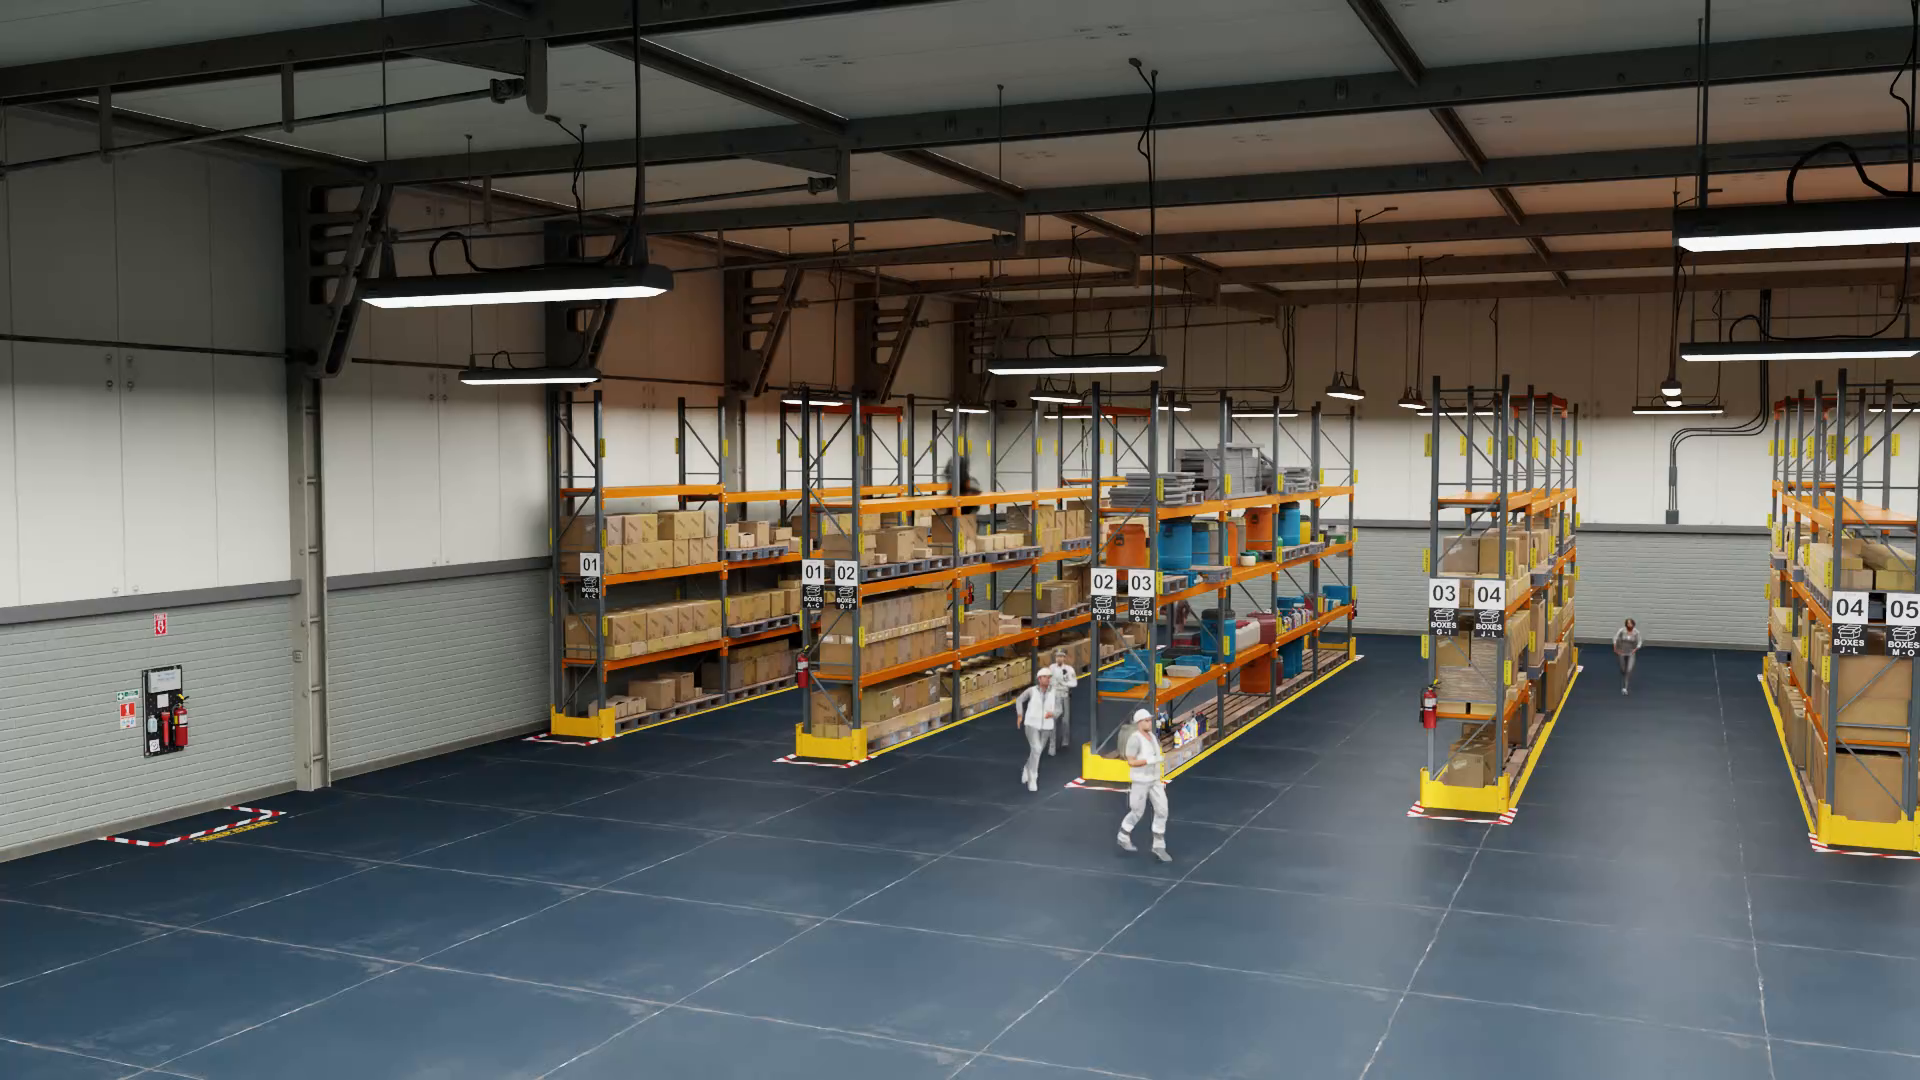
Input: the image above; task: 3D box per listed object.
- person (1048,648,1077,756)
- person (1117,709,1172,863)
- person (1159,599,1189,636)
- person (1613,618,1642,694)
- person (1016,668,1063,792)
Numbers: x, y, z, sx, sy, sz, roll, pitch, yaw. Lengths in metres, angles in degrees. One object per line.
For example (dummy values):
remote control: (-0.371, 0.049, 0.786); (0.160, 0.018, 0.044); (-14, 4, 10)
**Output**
person: (1.641, 2.629, 27.372); (0.593, 1.727, 0.854); (1, 3, 11)
person: (2.242, 2.975, 20.261); (0.637, 1.837, 0.758); (-3, 4, -42)
person: (4.904, 2.010, 38.182); (0.674, 1.840, 0.908); (1, 3, 16)
person: (13.695, 2.371, 34.126); (0.563, 1.549, 0.664); (1, 3, 23)
person: (1.193, 2.768, 24.509); (0.644, 1.752, 0.756); (-1, 3, -15)
